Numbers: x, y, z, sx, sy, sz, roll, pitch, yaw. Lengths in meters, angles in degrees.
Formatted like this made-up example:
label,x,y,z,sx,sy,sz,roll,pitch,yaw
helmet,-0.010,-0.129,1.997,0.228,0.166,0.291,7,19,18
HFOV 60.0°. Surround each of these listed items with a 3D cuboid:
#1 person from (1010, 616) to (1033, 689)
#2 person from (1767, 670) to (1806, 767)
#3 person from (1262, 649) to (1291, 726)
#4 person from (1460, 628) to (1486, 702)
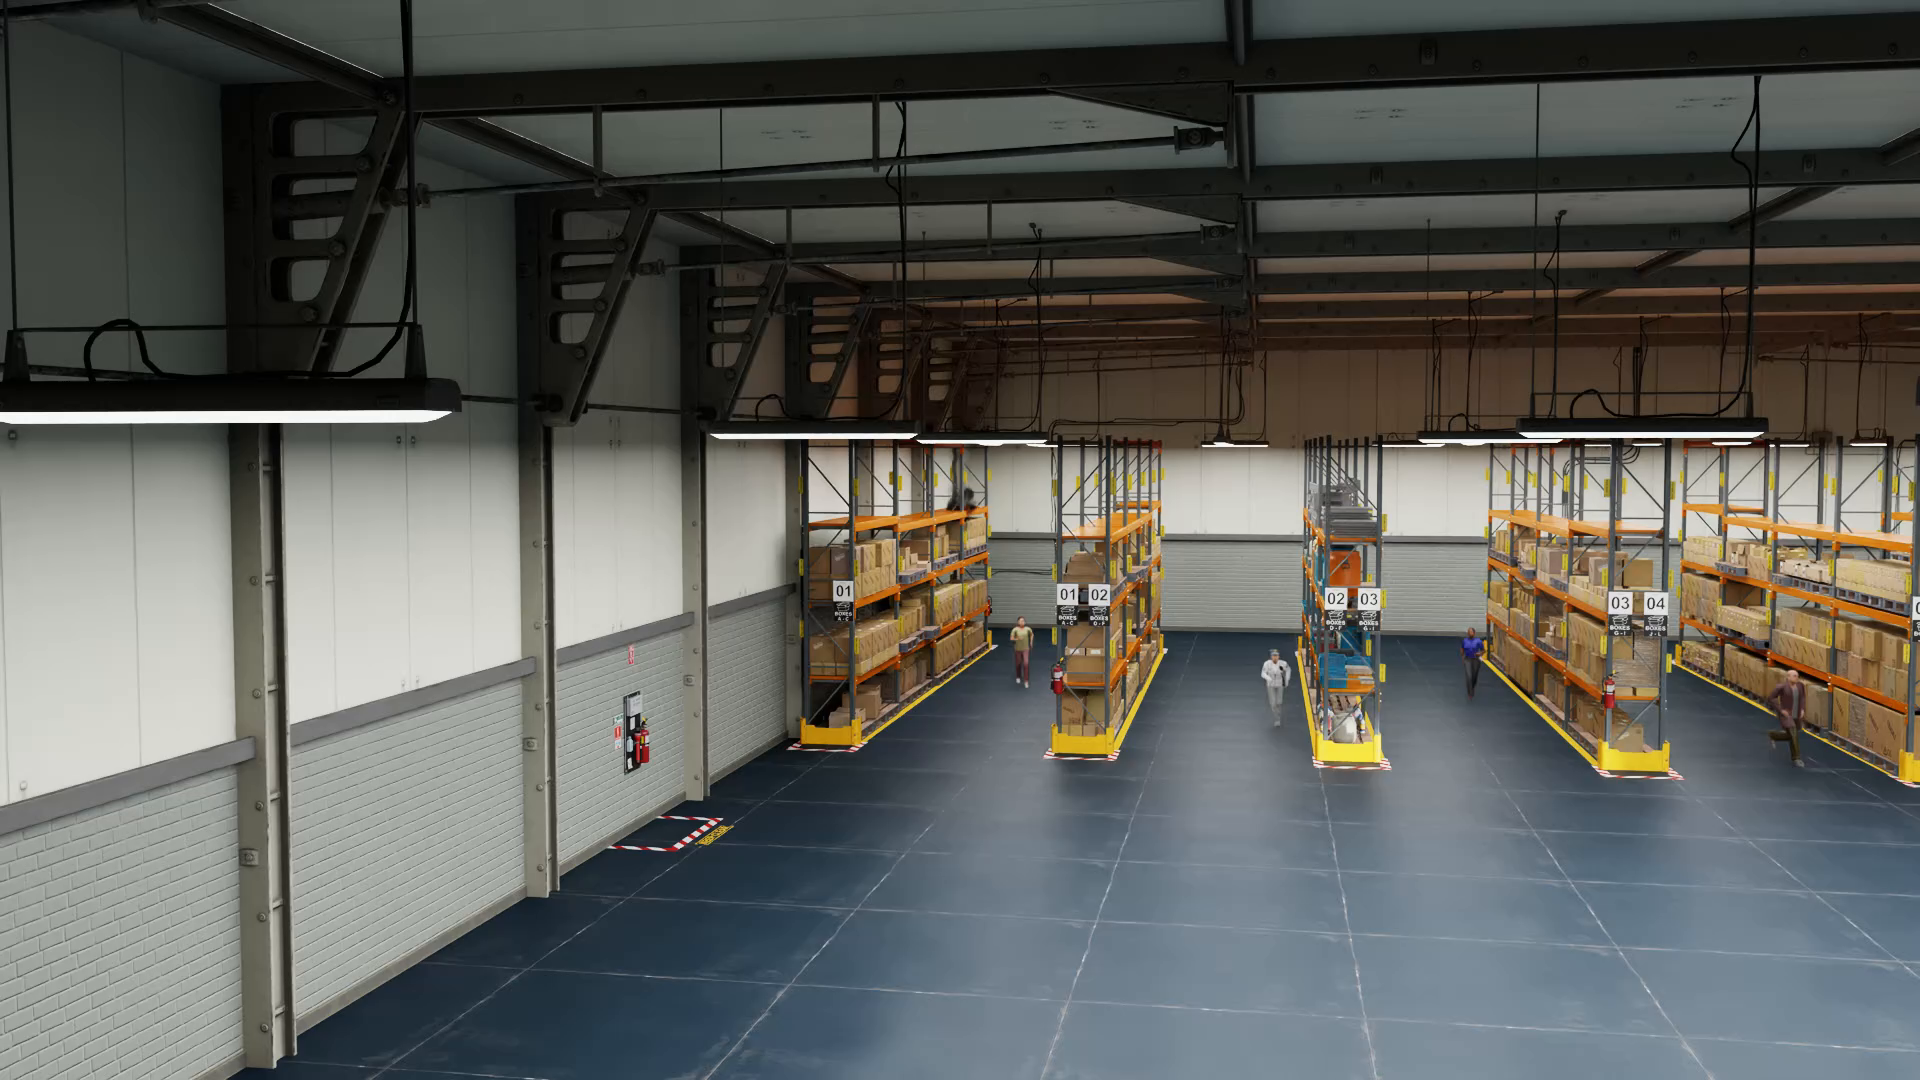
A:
label,x,y,z,sx,sy,sz,roll,pitch,yaw
person,1.498,2.700,40.286,0.568,1.711,0.868,0,3,0
person,15.126,3.234,30.401,0.720,1.768,0.884,-1,3,-14
person,6.569,3.061,34.563,0.594,1.627,0.655,1,3,15
person,11.773,2.839,38.201,0.570,1.668,0.849,1,3,20
